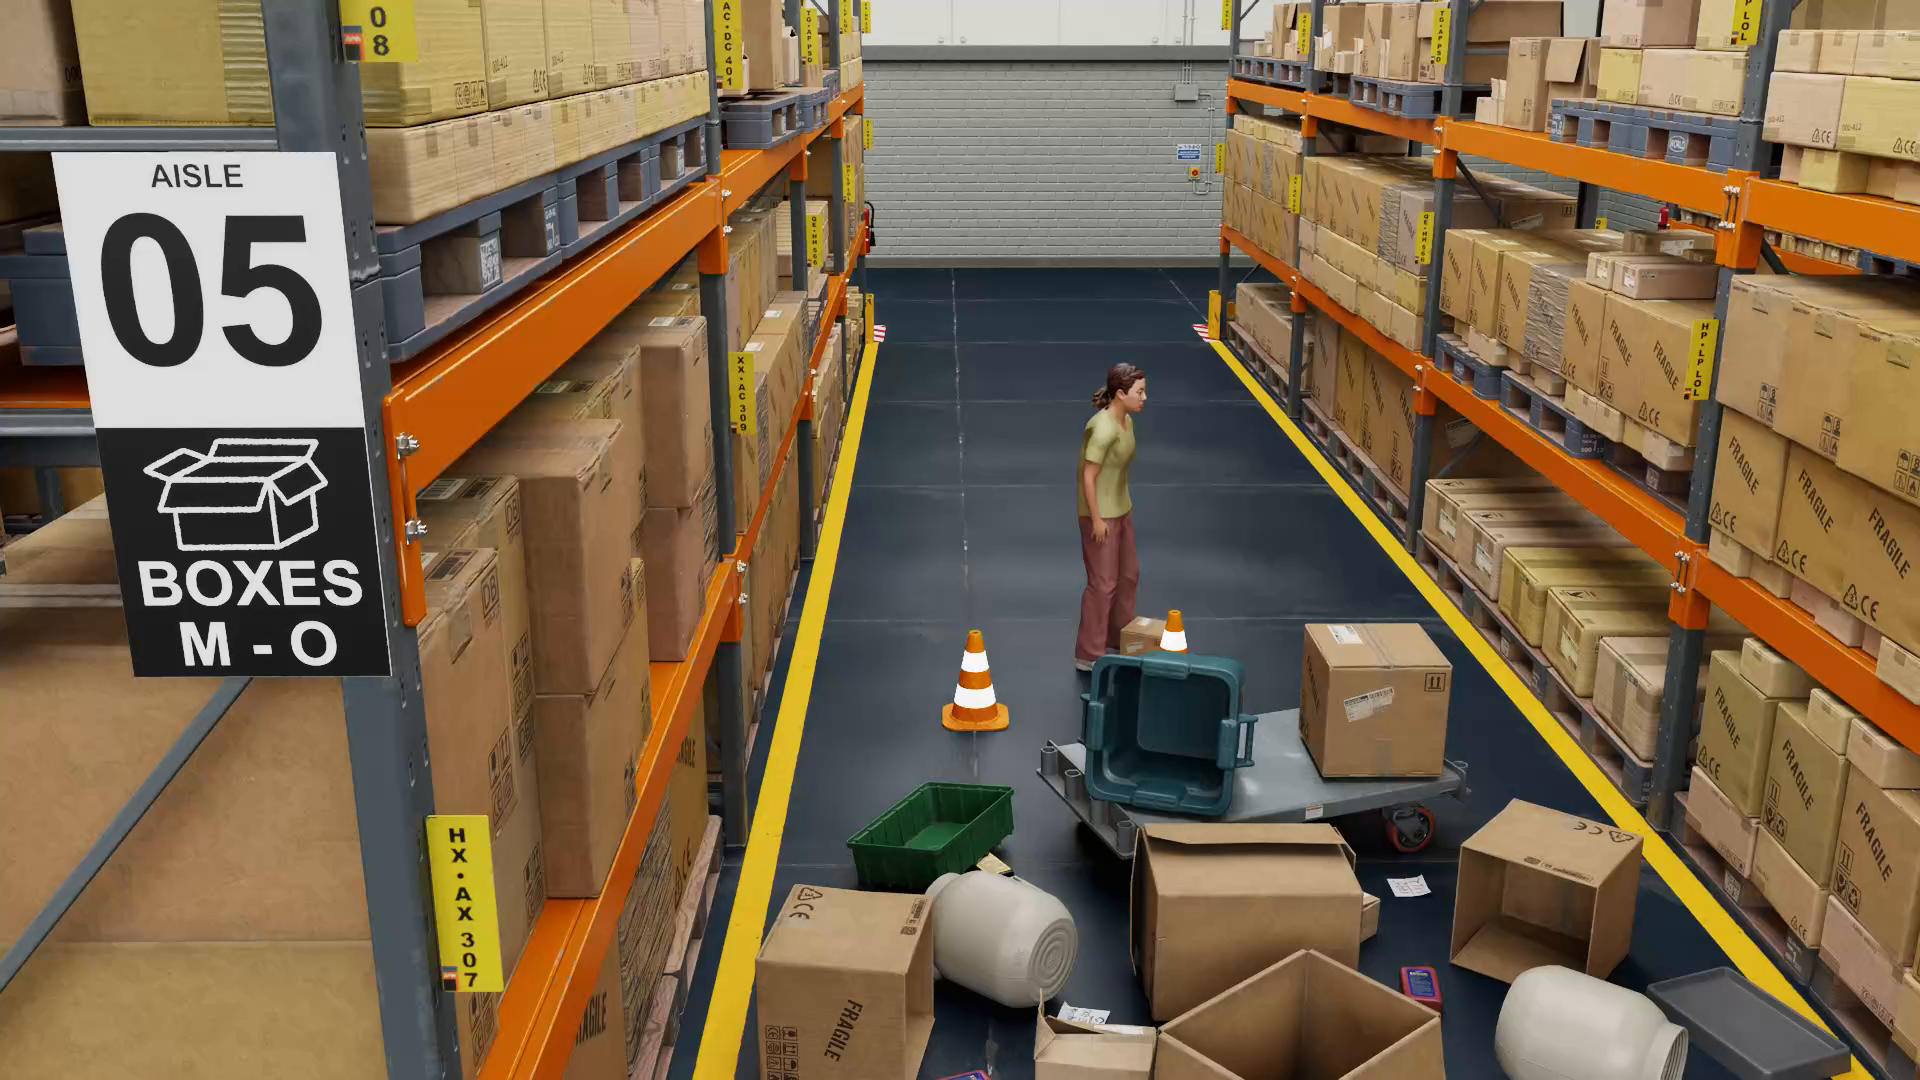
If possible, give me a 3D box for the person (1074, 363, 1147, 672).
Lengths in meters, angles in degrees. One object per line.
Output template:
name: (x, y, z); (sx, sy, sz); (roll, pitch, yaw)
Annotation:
person: (0.840, -0.123, 8.949); (0.416, 1.671, 0.520); (8, 19, 24)
